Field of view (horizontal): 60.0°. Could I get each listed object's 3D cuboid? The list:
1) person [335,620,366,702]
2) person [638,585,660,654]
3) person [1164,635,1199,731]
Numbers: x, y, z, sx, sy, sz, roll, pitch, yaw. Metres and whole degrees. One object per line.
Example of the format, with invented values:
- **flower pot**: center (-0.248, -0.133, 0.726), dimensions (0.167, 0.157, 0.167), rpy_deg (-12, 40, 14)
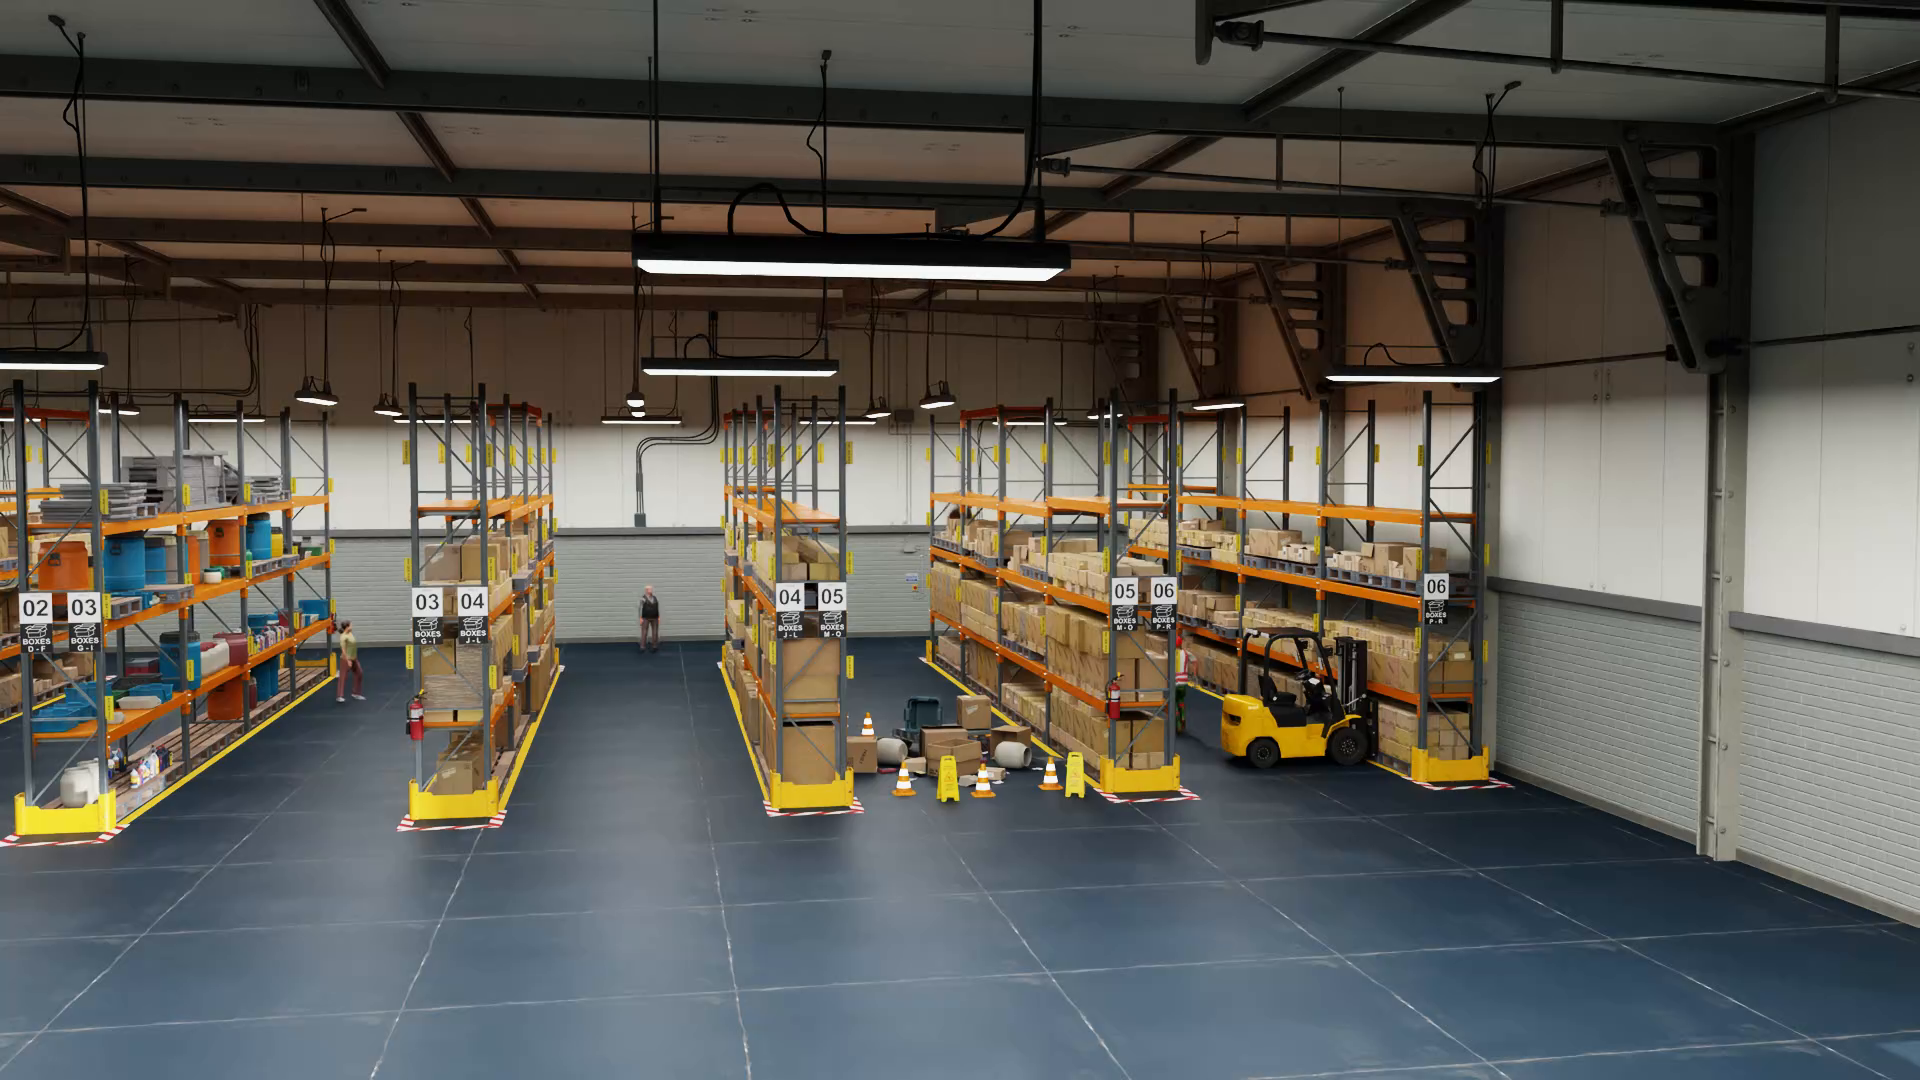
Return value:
- **person**: center (-12.475, 2.471, 33.970), dimensions (0.449, 1.698, 0.614), rpy_deg (1, 3, 12)
- **person**: center (-7.890, 2.016, 42.252), dimensions (0.575, 1.727, 0.423), rpy_deg (-1, 3, -19)
- **person**: center (3.971, 2.598, 30.311), dimensions (0.687, 1.750, 0.635), rpy_deg (0, 3, -7)
